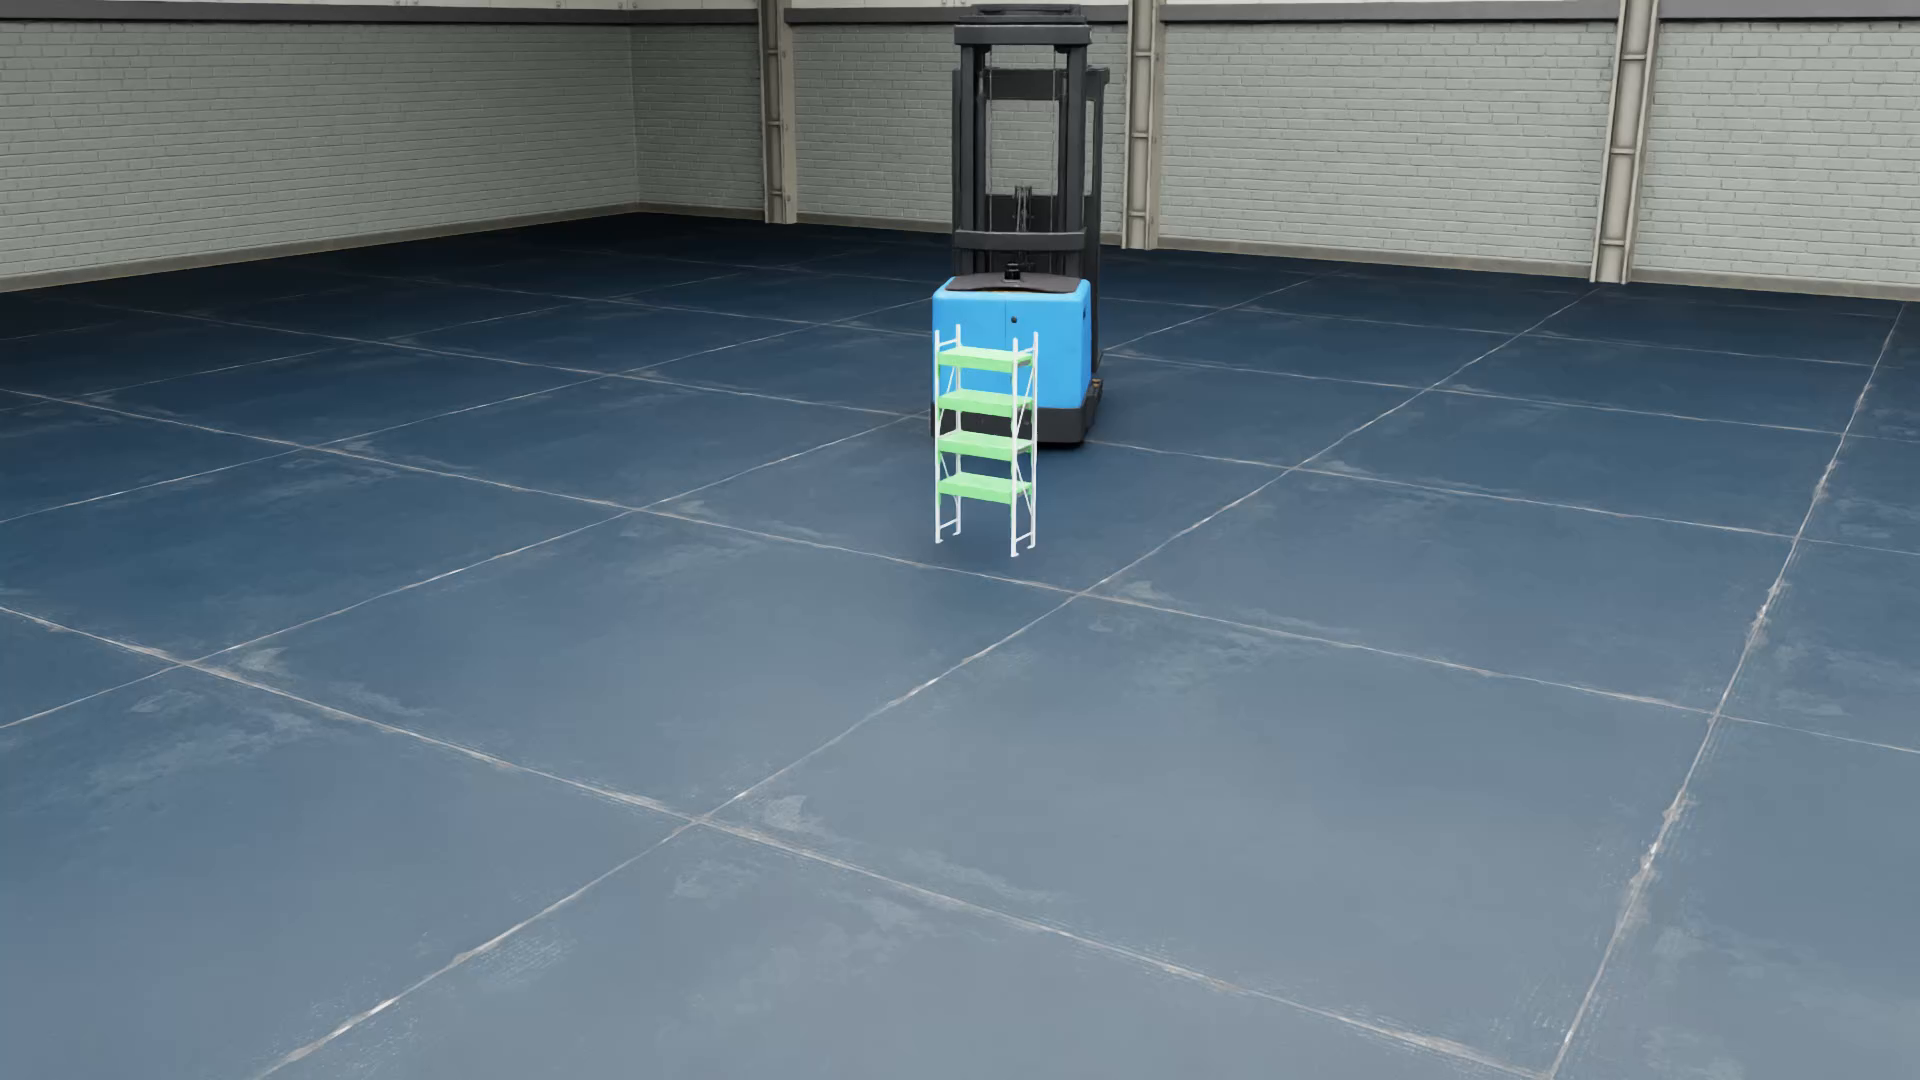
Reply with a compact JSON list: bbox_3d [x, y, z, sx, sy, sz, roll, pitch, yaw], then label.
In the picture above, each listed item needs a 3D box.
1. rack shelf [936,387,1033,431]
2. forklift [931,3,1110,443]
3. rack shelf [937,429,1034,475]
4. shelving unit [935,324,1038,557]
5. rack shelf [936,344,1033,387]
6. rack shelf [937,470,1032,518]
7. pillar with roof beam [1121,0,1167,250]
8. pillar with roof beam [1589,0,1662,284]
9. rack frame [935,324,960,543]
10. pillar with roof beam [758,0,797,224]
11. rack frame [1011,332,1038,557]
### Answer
[{"bbox_3d":[0.141,-0.717,9.073,0.480,0.148,0.258,10,20,30],"label":"rack shelf"},{"bbox_3d":[0.521,-2.447,12.393,1.130,2.935,3.031,2,17,8],"label":"forklift"},{"bbox_3d":[0.141,-0.488,9.142,0.480,0.148,0.258,10,20,30],"label":"rack shelf"},{"bbox_3d":[0.141,-0.549,9.124,0.503,1.200,0.258,10,20,30],"label":"shelving unit"},{"bbox_3d":[0.141,-0.947,9.003,0.480,0.148,0.258,10,20,30],"label":"rack shelf"},{"bbox_3d":[0.141,-0.258,9.212,0.480,0.148,0.258,10,20,30],"label":"rack shelf"},{"bbox_3d":[0.150,-7.142,17.410,0.400,9.000,9.100,10,20,30],"label":"pillar with roof beam"},{"bbox_3d":[5.263,-6.229,14.406,0.400,9.000,9.100,10,20,30],"label":"pillar with roof beam"},{"bbox_3d":[-0.067,-0.586,9.246,0.015,1.200,0.240,10,20,30],"label":"rack frame"},{"bbox_3d":[-4.963,-8.055,20.415,0.400,9.000,9.100,10,20,30],"label":"pillar with roof beam"},{"bbox_3d":[0.349,-0.512,9.002,0.015,1.200,0.240,10,20,30],"label":"rack frame"}]
